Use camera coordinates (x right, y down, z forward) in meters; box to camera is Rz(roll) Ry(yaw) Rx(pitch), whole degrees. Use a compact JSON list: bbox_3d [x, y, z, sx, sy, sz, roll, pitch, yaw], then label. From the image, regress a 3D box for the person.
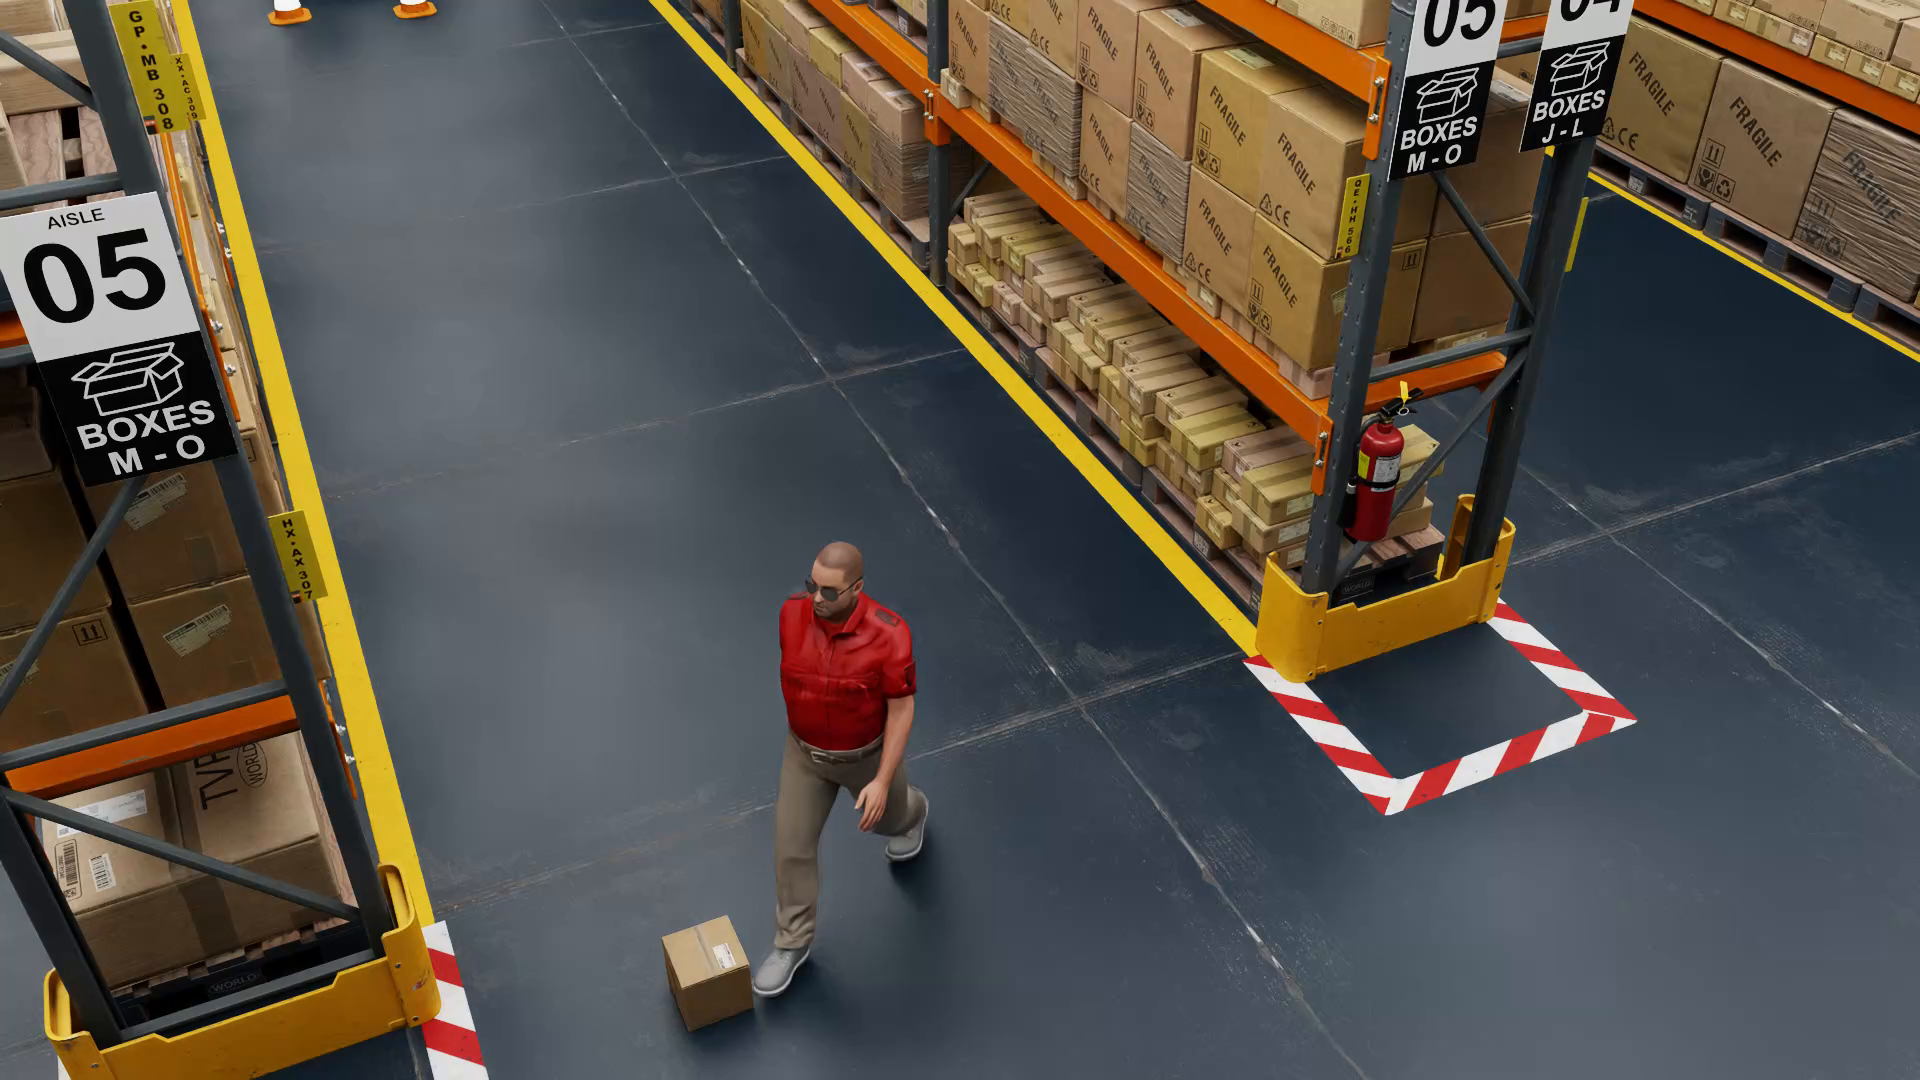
[{"bbox_3d":[-0.423,0.758,5.887,0.542,1.666,1.072,10,38,13],"label":"person"}]
